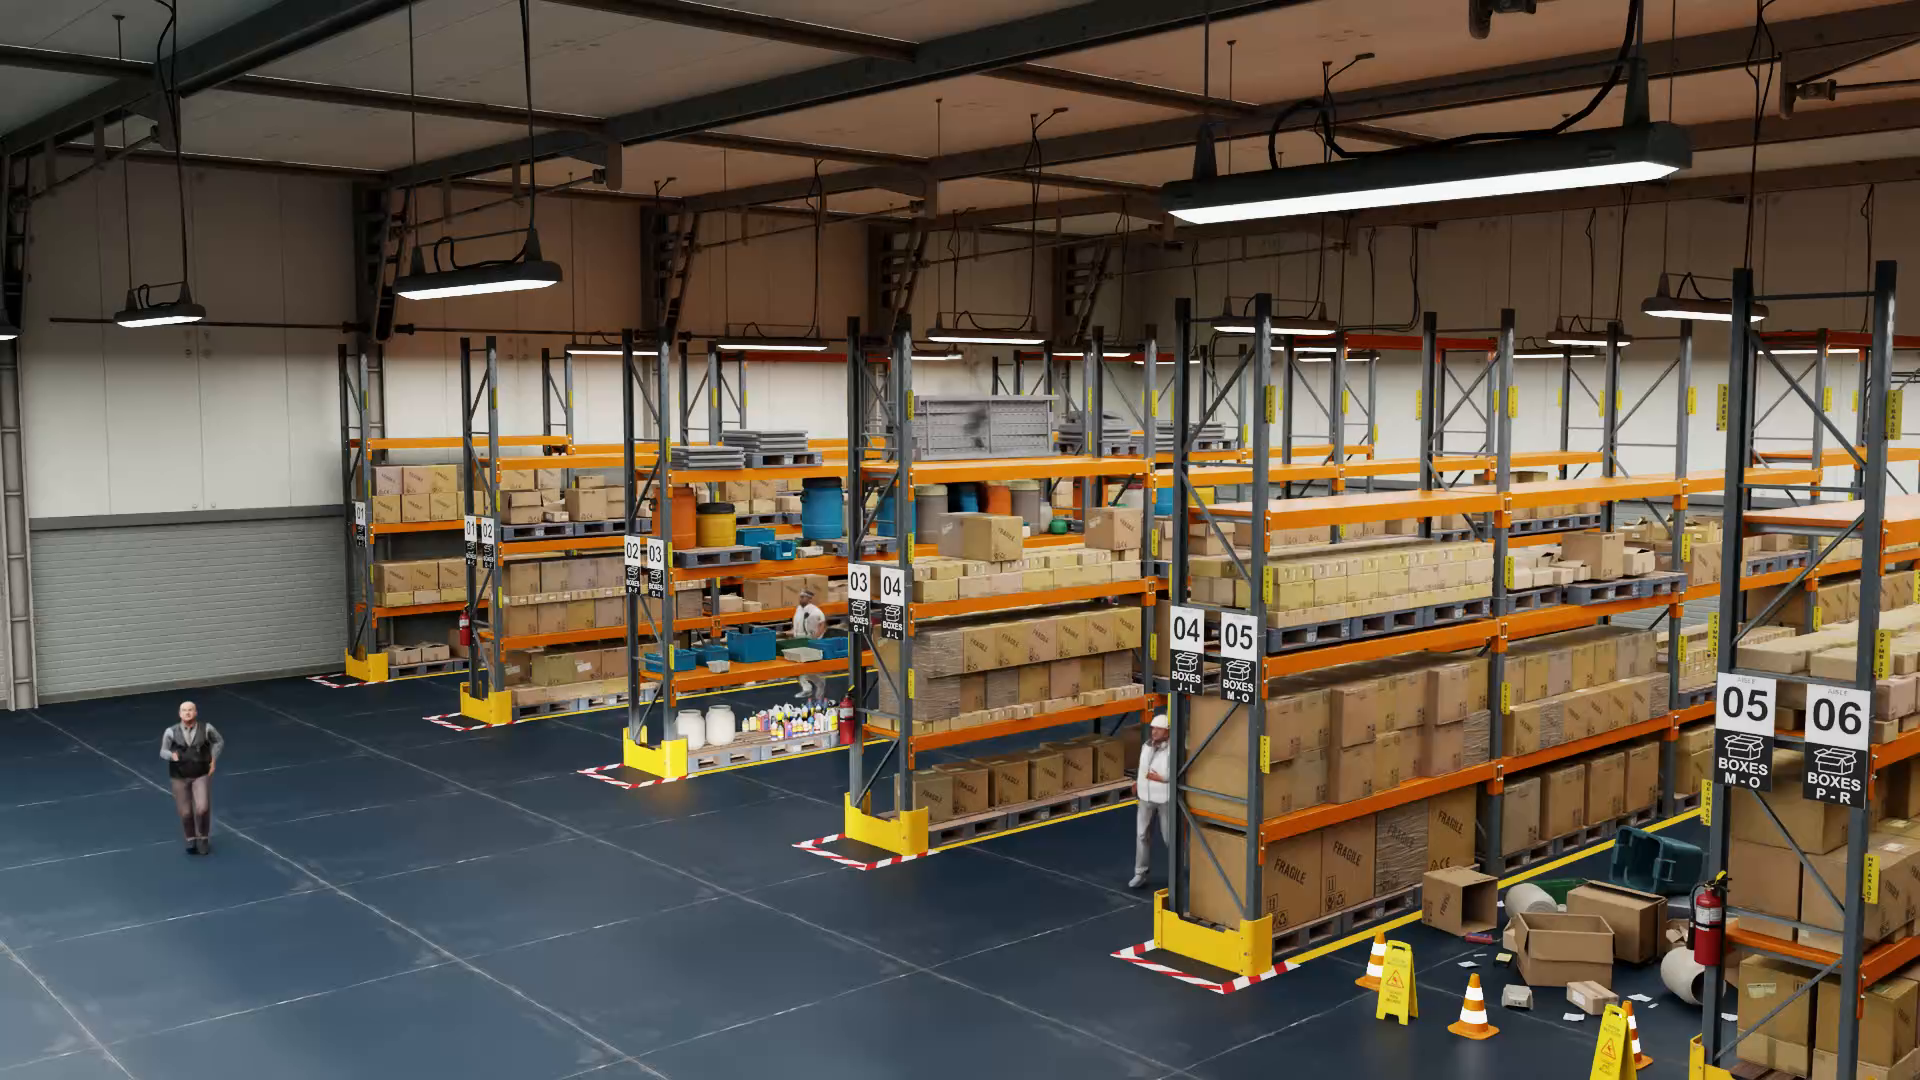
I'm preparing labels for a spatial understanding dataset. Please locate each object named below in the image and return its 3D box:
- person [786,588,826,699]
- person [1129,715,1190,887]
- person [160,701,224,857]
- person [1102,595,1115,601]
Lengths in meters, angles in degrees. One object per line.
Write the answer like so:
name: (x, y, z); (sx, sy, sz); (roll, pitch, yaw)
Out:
person: (-2.452, 1.644, 26.498); (0.535, 1.790, 0.683); (-5, 7, -41)
person: (2.085, 2.705, 17.458); (0.662, 1.749, 0.961); (4, 6, 37)
person: (-8.529, 2.666, 18.469); (0.640, 1.738, 0.669); (-2, 5, -19)
person: (3.056, 1.413, 32.800); (0.620, 1.654, 0.867); (5, 7, 43)
